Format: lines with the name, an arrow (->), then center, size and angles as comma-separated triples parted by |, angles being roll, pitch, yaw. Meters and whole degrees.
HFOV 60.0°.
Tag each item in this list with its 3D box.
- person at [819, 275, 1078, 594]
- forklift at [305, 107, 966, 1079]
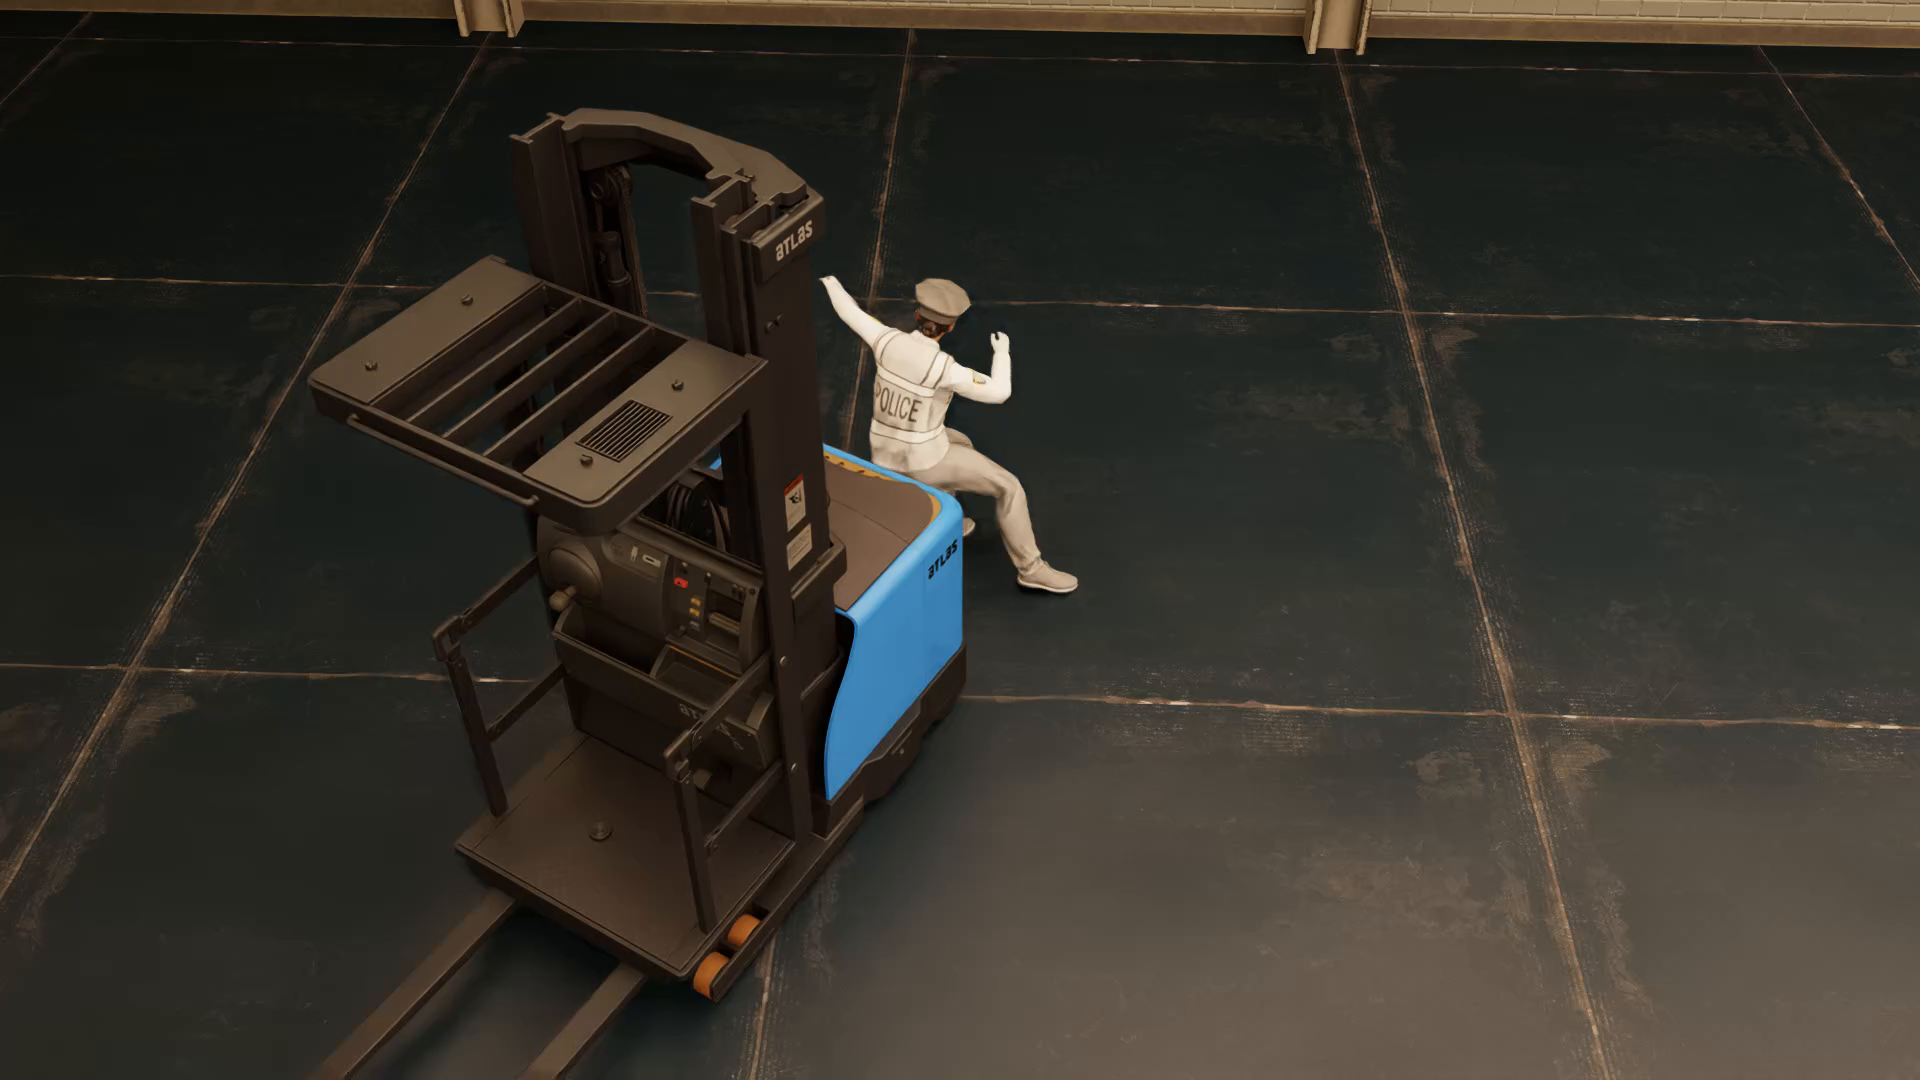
person -> -0.104, -0.551, 7.498 | 1.503, 1.394, 0.754 | 27, 49, 27
forklift -> -1.172, 0.227, 5.493 | 1.130, 2.935, 3.031 | 22, 47, 23
